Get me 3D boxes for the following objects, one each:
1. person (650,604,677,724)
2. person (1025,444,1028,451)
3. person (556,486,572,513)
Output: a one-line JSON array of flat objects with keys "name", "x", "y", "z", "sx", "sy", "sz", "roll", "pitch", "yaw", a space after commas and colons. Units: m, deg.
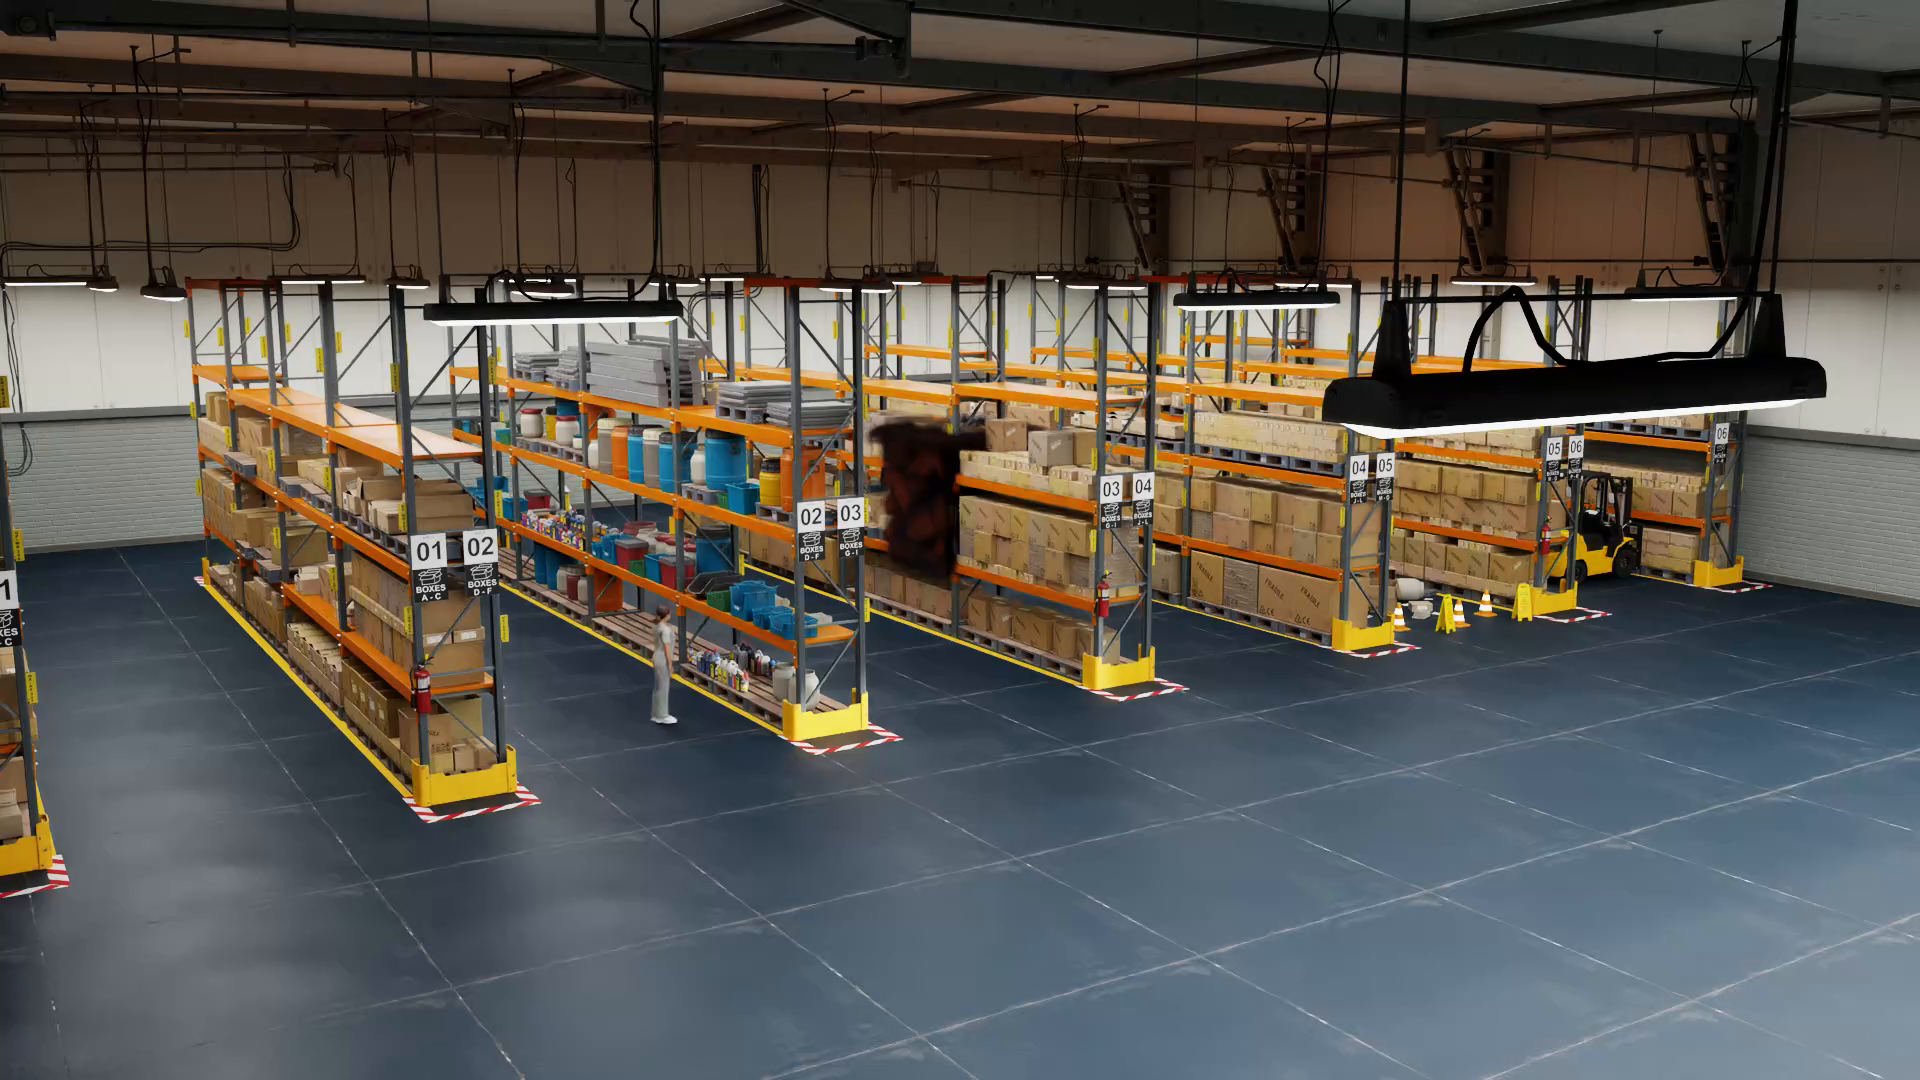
[{"name": "person", "x": -4.087, "y": 1.700, "z": 22.876, "sx": 0.352, "sy": 1.677, "sz": 0.487, "roll": -3, "pitch": 10, "yaw": -19}, {"name": "person", "x": 1.720, "y": -2.075, "z": 45.330, "sx": 0.535, "sy": 1.657, "sz": 0.571, "roll": 9, "pitch": 13, "yaw": 44}, {"name": "person", "x": -8.101, "y": -0.247, "z": 34.186, "sx": 0.417, "sy": 1.781, "sz": 0.694, "roll": -4, "pitch": 10, "yaw": -23}]
